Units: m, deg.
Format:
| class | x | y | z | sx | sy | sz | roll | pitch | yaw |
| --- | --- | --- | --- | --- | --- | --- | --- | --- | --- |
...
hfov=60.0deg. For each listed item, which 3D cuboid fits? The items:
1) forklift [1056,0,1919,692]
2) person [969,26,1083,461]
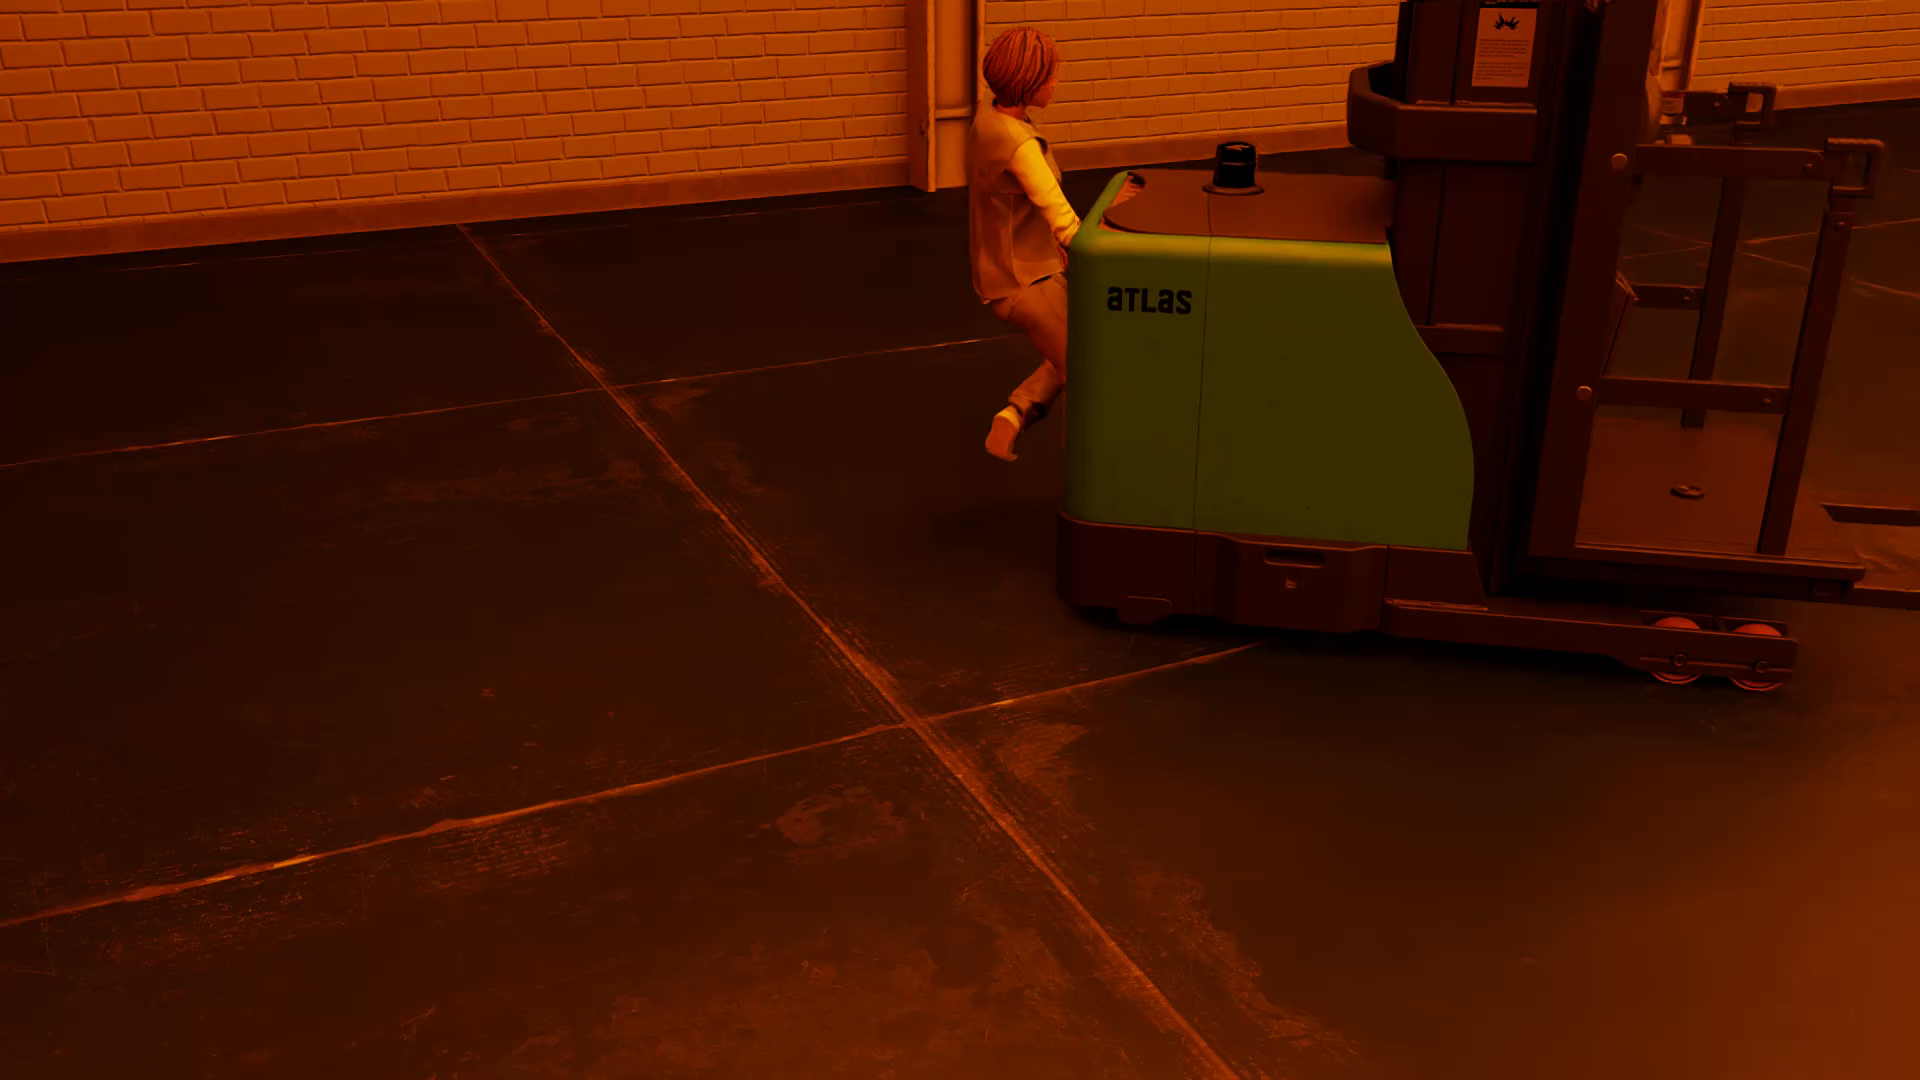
| class | x | y | z | sx | sy | sz | roll | pitch | yaw |
| --- | --- | --- | --- | --- | --- | --- | --- | --- | --- |
| forklift | 1.834 | -1.195 | 4.163 | 3.031 | 2.935 | 1.130 | 5 | 23 | 11 |
| person | 0.340 | -0.805 | 5.097 | 0.604 | 1.479 | 0.639 | -2 | 23 | -6 |
